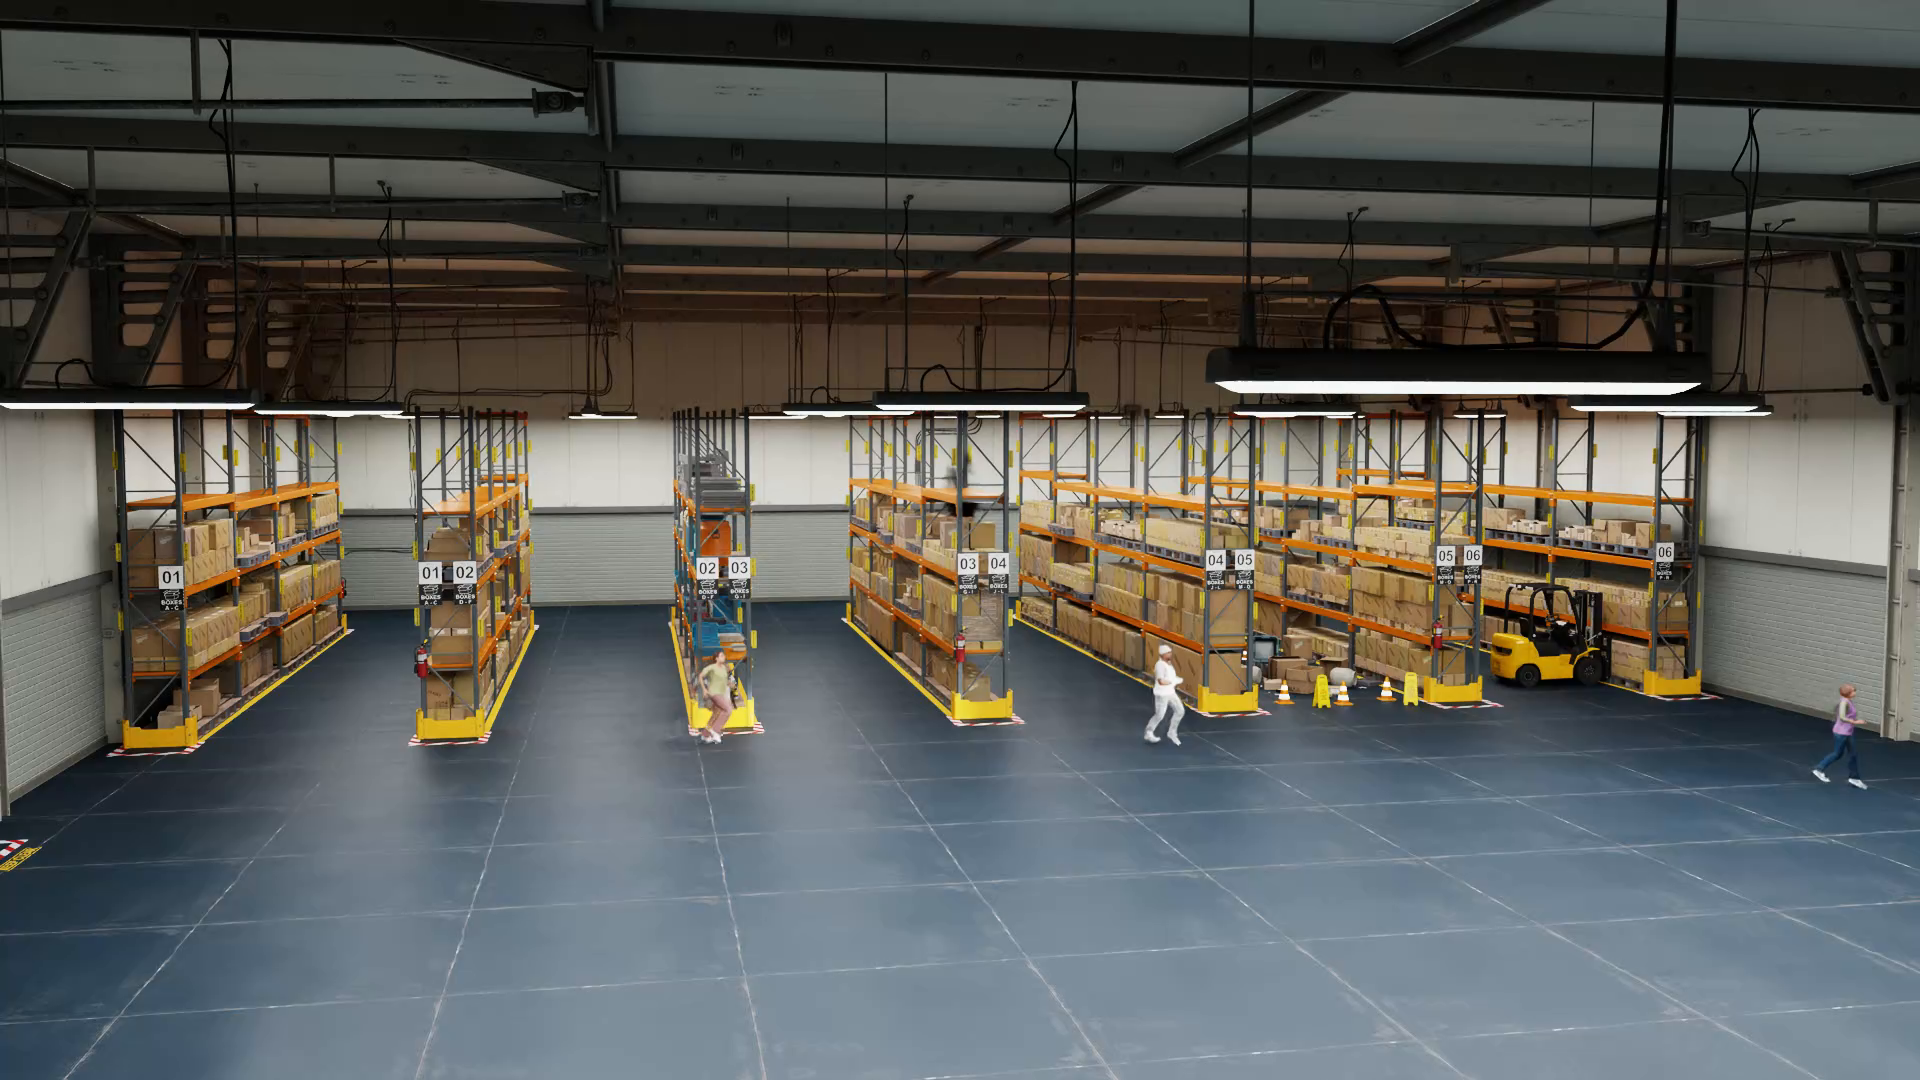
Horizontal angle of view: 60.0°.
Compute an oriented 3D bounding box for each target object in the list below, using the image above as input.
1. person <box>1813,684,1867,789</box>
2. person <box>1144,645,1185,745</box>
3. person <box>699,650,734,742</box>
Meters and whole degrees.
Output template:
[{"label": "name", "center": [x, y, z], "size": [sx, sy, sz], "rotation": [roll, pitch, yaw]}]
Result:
[{"label": "person", "center": [13.849, 3.063, 26.123], "size": [0.758, 1.634, 0.557], "rotation": [3, 5, 38]}, {"label": "person", "center": [3.605, 2.752, 29.460], "size": [0.727, 1.813, 0.636], "rotation": [2, 5, 31]}, {"label": "person", "center": [-4.300, 2.780, 29.695], "size": [0.630, 1.634, 0.569], "rotation": [2, 4, 23]}]
